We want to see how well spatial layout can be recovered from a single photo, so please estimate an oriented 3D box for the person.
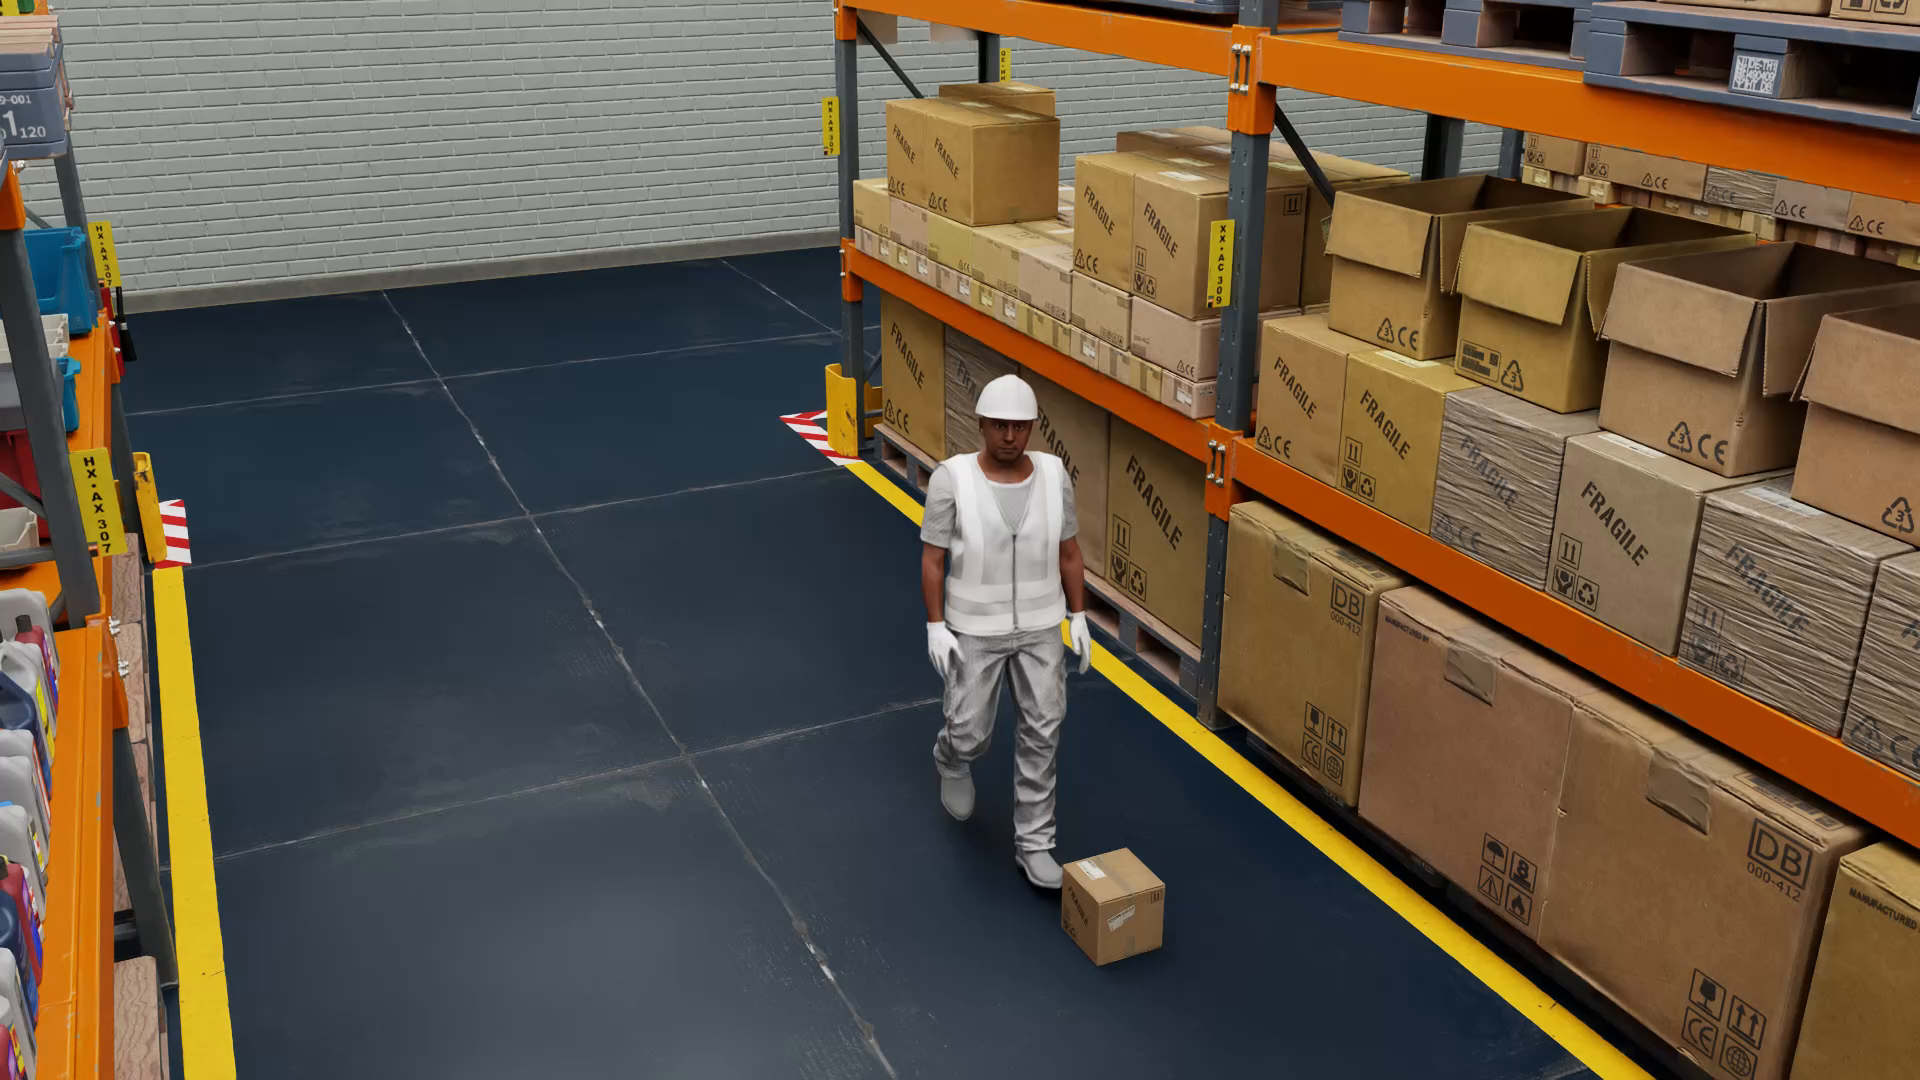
[{"bbox_3d":[0.169,0.310,5.771,0.591,1.771,0.740,-5,22,-12],"label":"person"}]
